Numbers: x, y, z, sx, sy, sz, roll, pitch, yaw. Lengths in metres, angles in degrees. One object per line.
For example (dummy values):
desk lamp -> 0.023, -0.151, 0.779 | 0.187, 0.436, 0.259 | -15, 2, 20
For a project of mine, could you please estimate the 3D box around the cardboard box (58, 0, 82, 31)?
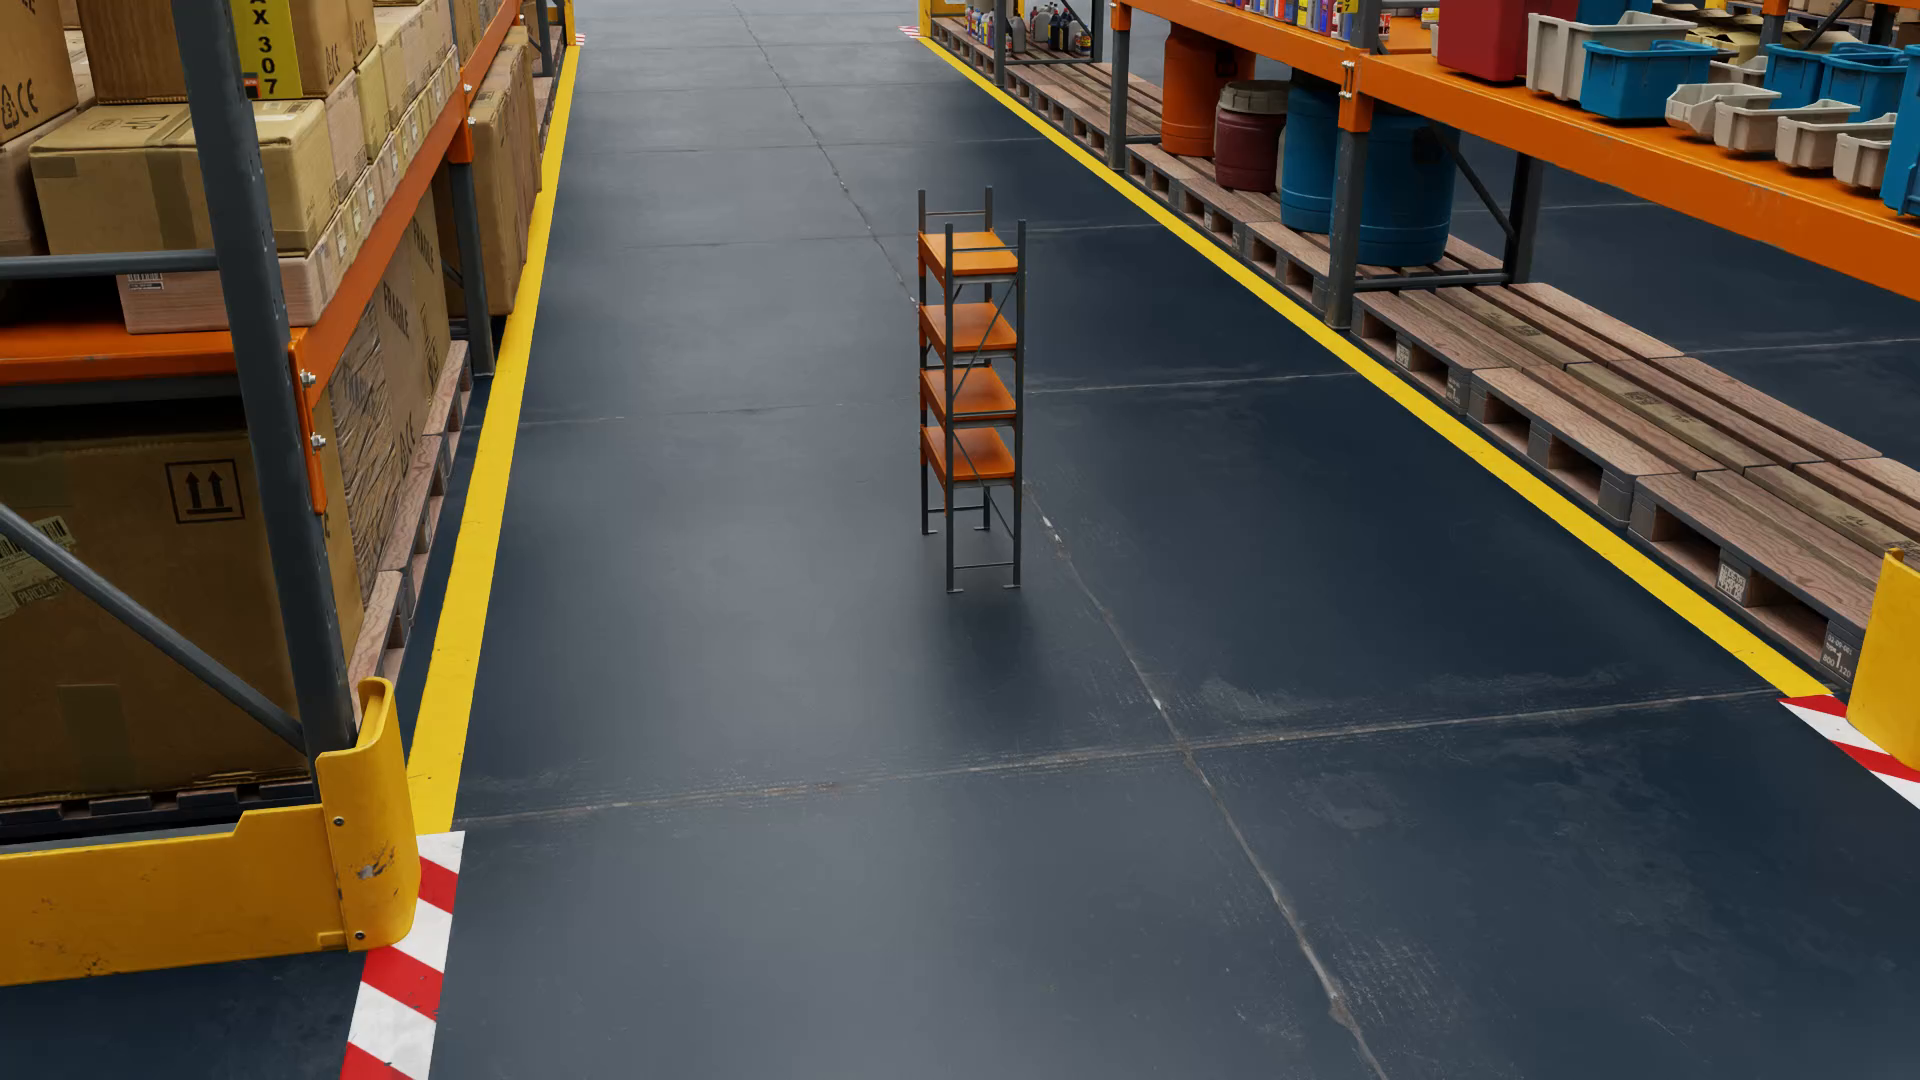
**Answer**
cardboard box -> -2.554, -1.887, 5.202 | 0.500, 0.500, 0.500 | -5, 24, -11

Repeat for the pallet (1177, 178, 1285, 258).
pallet -> 1.961, -1.958, 9.969 | 1.003, 0.211, 1.213 | -4, 24, -10

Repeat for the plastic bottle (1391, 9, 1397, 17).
plastic bottle -> 2.260, -2.955, 8.922 | 0.152, 0.276, 0.135 | -4, 24, -10

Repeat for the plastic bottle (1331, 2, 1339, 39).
plastic bottle -> 1.853, -2.532, 8.048 | 0.097, 0.201, 0.097 | 0, 24, 0

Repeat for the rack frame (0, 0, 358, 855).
rack frame -> -1.836, -0.508, 3.166 | 1.000, 3.000, 0.127 | -4, 24, -10

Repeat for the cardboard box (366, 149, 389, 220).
cardboard box -> -1.769, -0.961, 4.517 | 0.380, 0.149, 0.250 | -5, 24, -11

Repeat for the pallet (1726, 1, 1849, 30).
pallet -> 9.938, -6.272, 19.846 | 1.003, 0.211, 1.213 | -4, 24, -10

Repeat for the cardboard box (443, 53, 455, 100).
cardboard box -> -2.150, -1.770, 6.368 | 0.380, 0.149, 0.250 | -4, 24, -9

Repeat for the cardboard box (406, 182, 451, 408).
cardboard box -> -2.532, -1.035, 6.502 | 0.875, 0.875, 0.875 | -4, 24, -10

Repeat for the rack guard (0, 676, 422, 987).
rack guard -> -1.832, 0.647, 3.645 | 1.175, 0.500, 0.348 | -4, 24, -10

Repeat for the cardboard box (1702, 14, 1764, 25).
cardboard box -> 6.415, -4.211, 13.853 | 0.500, 0.311, 0.500 | -5, 24, -11

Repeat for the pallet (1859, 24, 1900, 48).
pallet -> 10.390, -5.312, 17.649 | 1.003, 0.211, 1.213 | -4, 24, -10

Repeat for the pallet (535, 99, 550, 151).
pallet -> -3.681, -3.164, 12.730 | 1.003, 0.211, 1.213 | -4, 24, -10

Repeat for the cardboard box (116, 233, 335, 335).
cardboard box -> -1.578, -0.557, 3.592 | 0.380, 0.149, 0.250 | -4, 24, -9

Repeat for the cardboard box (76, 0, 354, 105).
cardboard box -> -1.752, -1.325, 3.915 | 0.500, 0.500, 0.500 | -5, 24, -11

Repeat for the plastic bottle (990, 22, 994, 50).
plastic bottle -> 0.375, -4.890, 15.959 | 0.144, 0.351, 0.185 | -6, 24, -12

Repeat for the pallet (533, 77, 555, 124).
pallet -> -3.910, -3.644, 13.831 | 1.003, 0.211, 1.213 | -4, 24, -10

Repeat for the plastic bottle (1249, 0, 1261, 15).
plastic bottle -> 1.673, -3.009, 9.046 | 0.152, 0.276, 0.135 | -4, 24, -10

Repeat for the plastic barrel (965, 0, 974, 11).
plastic barrel -> 0.269, -5.968, 18.249 | 0.421, 0.512, 0.421 | 0, 24, 0

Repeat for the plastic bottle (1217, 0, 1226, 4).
plastic bottle -> 1.571, -3.225, 9.542 | 0.152, 0.276, 0.135 | -4, 24, -10

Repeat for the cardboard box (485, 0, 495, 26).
cardboard box -> -2.702, -2.924, 8.573 | 0.500, 0.500, 0.500 | -4, 24, -9

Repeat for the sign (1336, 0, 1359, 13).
sign -> 1.751, -2.535, 7.461 | 0.100, 0.325, 0.005 | -4, 24, -10

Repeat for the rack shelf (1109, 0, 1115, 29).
rack shelf -> 1.182, -4.479, 13.156 | 1.077, 0.370, 4.000 | -4, 24, -10

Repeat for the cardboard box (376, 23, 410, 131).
cardboard box -> -1.953, -1.392, 5.004 | 0.500, 0.250, 0.500 | -5, 24, -11

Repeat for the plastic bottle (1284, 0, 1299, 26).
plastic bottle -> 1.766, -2.836, 8.557 | 0.144, 0.351, 0.185 | -4, 24, -10

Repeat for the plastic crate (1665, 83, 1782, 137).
plastic crate -> 2.515, -1.427, 5.524 | 0.298, 0.136, 0.250 | -4, 24, -10

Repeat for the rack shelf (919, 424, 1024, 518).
rack shelf -> 0.031, -0.241, 5.467 | 0.258, 0.148, 0.480 | -4, 24, -10

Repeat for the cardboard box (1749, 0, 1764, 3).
cardboard box -> 9.848, -6.592, 19.906 | 0.500, 0.311, 0.500 | -7, 25, -16

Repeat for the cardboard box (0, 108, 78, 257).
cardboard box -> -2.187, -0.747, 3.528 | 0.500, 0.250, 0.500 | -5, 24, -11

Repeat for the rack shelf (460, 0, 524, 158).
rack shelf -> -2.946, -2.539, 8.714 | 1.077, 0.370, 4.000 | -4, 24, -10

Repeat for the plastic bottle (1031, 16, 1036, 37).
plastic bottle -> 0.769, -5.225, 16.913 | 0.097, 0.201, 0.097 | 0, 24, 0

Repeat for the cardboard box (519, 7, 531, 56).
cardboard box -> -4.090, -4.436, 14.757 | 0.500, 0.500, 0.500 | -5, 24, -11

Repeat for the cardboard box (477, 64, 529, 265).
cardboard box -> -2.880, -1.902, 8.488 | 1.225, 0.875, 0.875 | -5, 24, -12

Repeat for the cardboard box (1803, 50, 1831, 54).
cardboard box -> 6.224, -3.243, 12.000 | 0.500, 0.500, 0.500 | -3, 24, -7

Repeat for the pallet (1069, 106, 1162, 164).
pallet -> 1.447, -3.051, 12.473 | 1.003, 0.211, 1.213 | -4, 24, -10

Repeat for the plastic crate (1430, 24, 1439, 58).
plastic crate -> 2.237, -2.161, 7.205 | 0.396, 0.136, 0.243 | -4, 24, -10

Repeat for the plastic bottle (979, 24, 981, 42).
plastic bottle -> 0.240, -5.057, 16.529 | 0.097, 0.201, 0.097 | 0, 24, 0

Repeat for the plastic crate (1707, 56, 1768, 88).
plastic crate -> 2.909, -1.692, 6.132 | 0.293, 0.136, 0.466 | -4, 24, -10

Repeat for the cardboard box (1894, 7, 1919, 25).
cardboard box -> 10.317, -5.790, 17.832 | 0.500, 0.500, 0.500 | -6, 24, -14

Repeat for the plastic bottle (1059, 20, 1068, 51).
plastic bottle -> 0.993, -4.827, 15.898 | 0.061, 0.283, 0.133 | -4, 24, -10

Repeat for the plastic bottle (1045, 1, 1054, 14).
plastic bottle -> 0.923, -5.246, 16.773 | 0.144, 0.351, 0.185 | -3, 24, -8

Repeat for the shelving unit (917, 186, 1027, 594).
shelving unit -> 0.031, -0.485, 5.361 | 0.258, 1.200, 0.503 | -4, 24, -10

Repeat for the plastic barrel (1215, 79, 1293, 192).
plastic barrel -> 1.868, -2.474, 10.154 | 0.600, 0.588, 0.708 | -4, 24, -10

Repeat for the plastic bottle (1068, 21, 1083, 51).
plastic bottle -> 1.098, -4.831, 15.918 | 0.152, 0.276, 0.135 | -3, 24, -8

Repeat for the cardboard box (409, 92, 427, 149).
cardboard box -> -1.960, -1.366, 5.443 | 0.380, 0.149, 0.250 | -5, 24, -11

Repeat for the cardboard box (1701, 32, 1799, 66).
cardboard box -> 6.082, -3.764, 12.831 | 0.500, 0.311, 0.500 | -4, 24, -8

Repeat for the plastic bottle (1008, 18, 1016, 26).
plastic bottle -> 0.515, -4.877, 16.022 | 0.152, 0.276, 0.135 | -4, 24, -10

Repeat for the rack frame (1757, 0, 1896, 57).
rack frame -> 6.421, -4.387, 12.047 | 1.000, 3.000, 0.127 | -4, 24, -10

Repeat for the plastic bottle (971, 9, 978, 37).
plastic bottle -> 0.165, -5.249, 16.879 | 0.097, 0.271, 0.097 | 0, 24, 0
